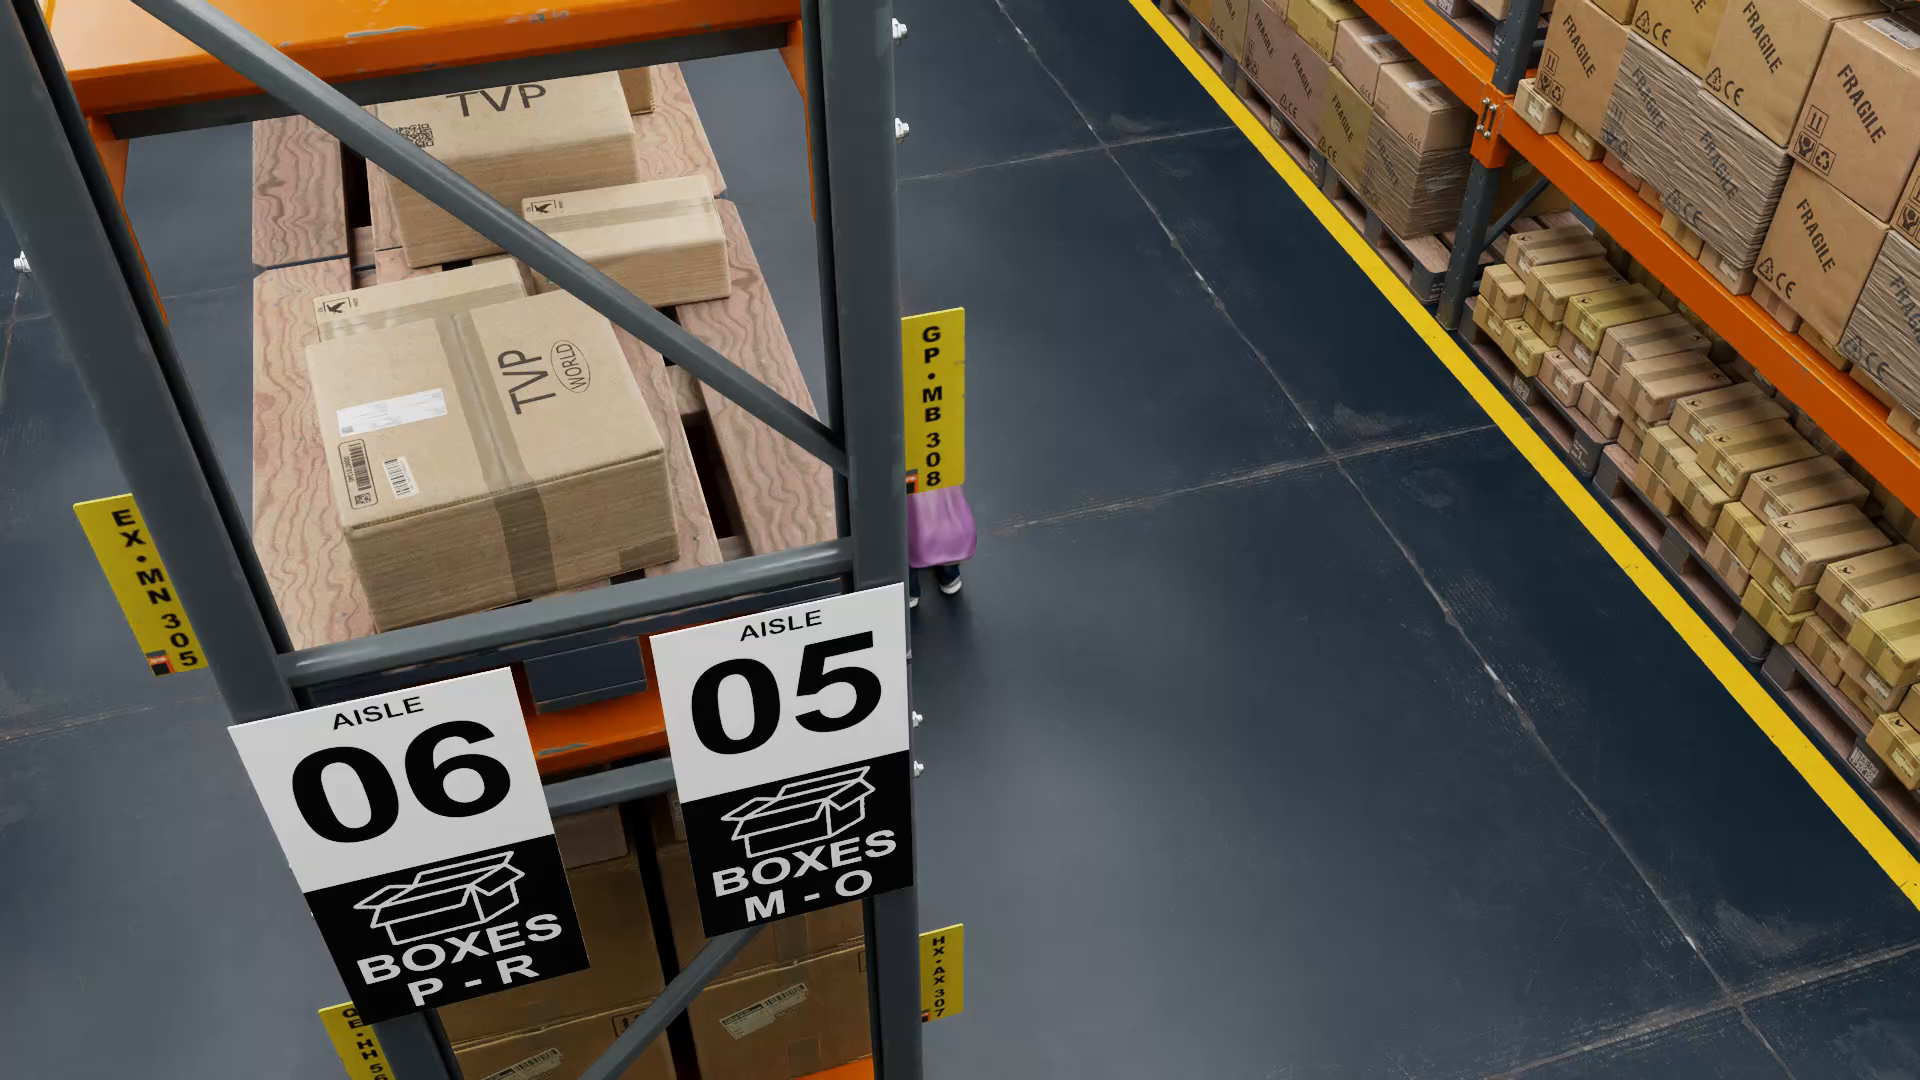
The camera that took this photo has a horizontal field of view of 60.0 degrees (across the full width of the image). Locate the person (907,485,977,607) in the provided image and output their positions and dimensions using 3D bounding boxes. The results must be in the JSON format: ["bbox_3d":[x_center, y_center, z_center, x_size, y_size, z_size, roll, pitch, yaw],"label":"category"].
[{"bbox_3d":[-0.197,-0.147,6.984,0.433,0.769,0.811,-12,44,-13],"label":"person"}]
